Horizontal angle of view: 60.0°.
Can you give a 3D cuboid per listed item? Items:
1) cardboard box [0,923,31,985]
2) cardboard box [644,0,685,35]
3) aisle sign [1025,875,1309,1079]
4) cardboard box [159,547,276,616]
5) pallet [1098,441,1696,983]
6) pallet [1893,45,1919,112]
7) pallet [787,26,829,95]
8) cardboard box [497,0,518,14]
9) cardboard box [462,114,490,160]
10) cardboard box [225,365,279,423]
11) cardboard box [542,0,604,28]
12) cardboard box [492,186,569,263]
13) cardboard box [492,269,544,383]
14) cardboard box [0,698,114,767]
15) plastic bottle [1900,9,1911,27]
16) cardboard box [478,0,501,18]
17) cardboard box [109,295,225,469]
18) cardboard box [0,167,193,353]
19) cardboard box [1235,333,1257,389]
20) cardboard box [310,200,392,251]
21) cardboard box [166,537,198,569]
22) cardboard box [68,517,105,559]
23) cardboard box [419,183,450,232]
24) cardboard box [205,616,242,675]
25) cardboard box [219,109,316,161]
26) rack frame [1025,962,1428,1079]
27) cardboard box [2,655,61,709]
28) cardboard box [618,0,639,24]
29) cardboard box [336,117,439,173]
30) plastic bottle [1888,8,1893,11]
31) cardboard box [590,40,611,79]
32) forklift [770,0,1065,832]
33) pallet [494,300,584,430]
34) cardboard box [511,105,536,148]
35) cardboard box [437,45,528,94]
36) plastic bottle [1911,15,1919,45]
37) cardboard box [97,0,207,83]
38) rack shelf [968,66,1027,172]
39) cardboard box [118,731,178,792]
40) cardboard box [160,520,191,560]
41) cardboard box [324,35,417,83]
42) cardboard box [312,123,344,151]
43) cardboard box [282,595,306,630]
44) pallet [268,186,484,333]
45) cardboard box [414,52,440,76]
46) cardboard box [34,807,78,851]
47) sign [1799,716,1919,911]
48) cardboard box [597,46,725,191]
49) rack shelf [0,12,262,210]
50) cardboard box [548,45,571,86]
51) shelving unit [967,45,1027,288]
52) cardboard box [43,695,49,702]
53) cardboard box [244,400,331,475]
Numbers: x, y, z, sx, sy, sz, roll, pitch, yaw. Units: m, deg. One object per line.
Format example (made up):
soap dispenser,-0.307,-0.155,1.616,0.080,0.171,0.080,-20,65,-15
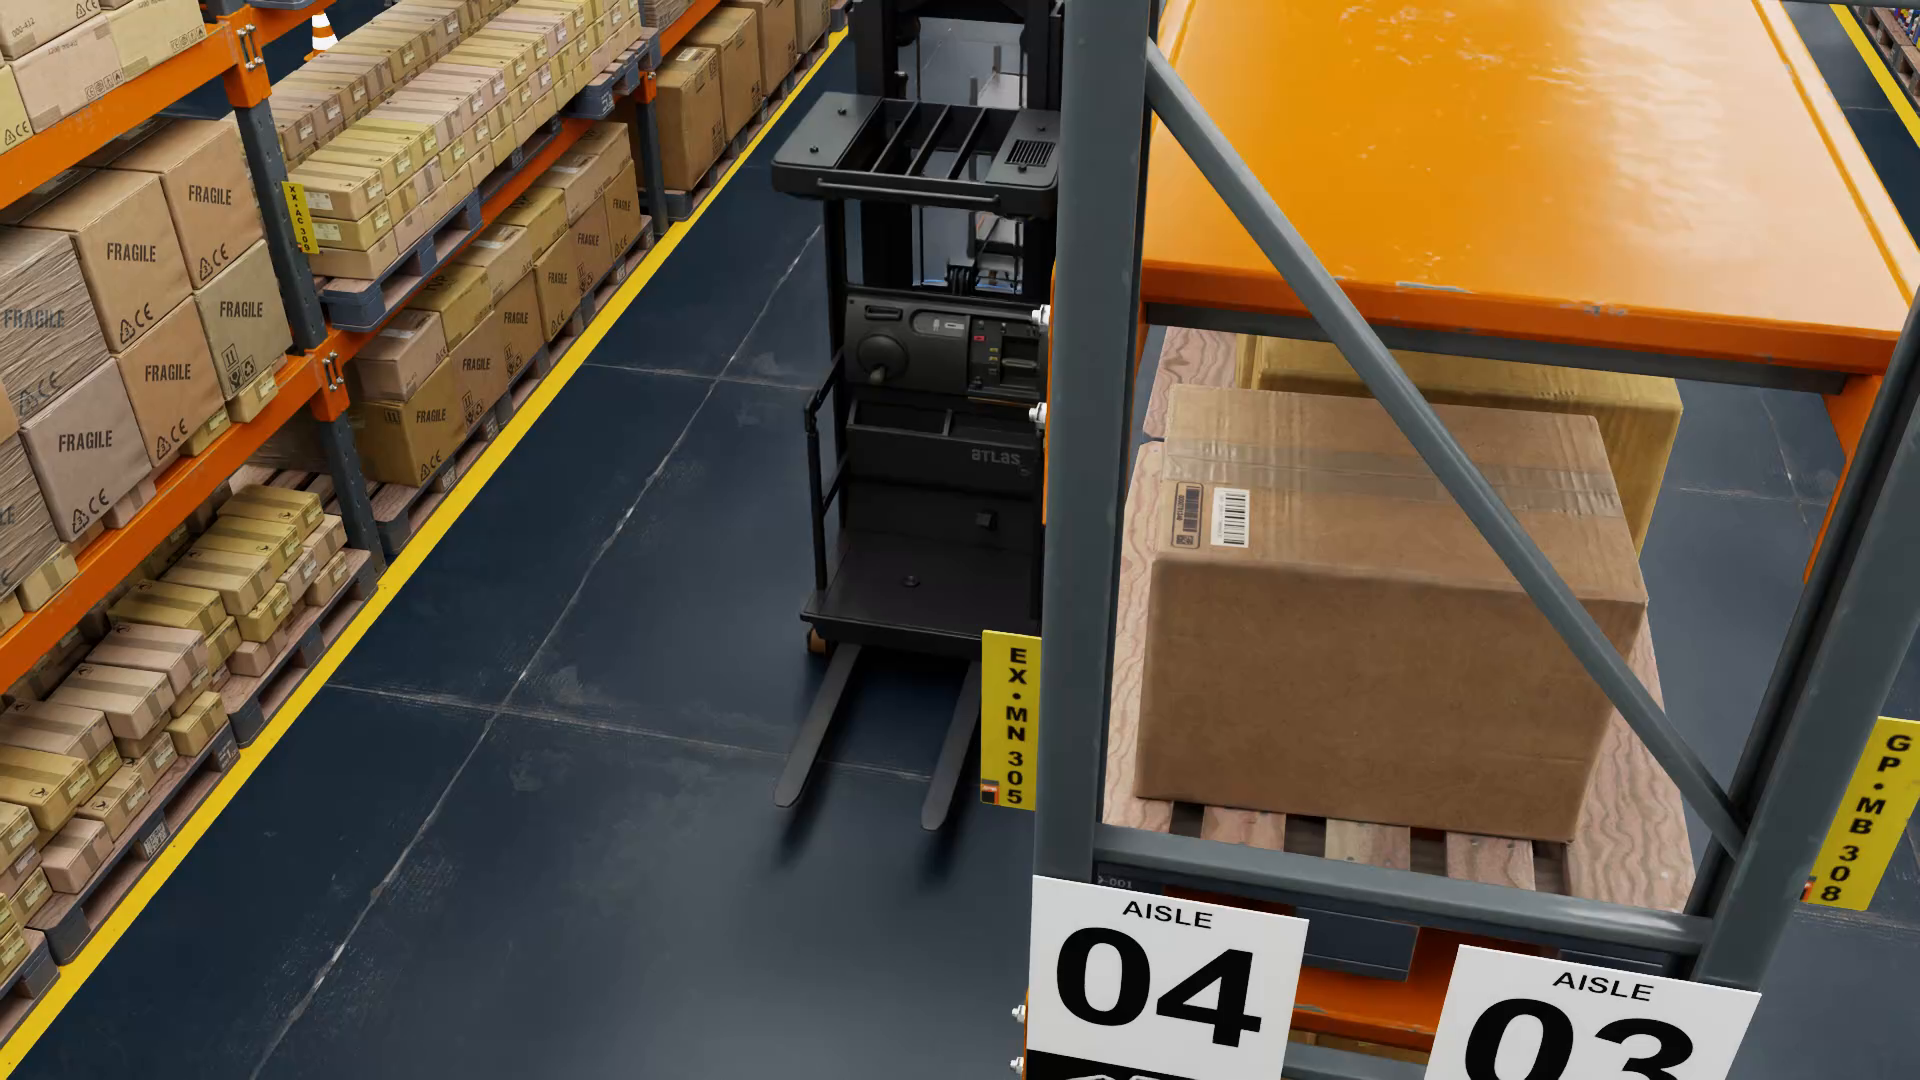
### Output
cardboard box,-3.609,1.487,5.984,0.380,0.149,0.250,8,37,11
cardboard box,-2.149,-3.651,10.917,0.500,0.500,0.500,8,37,10
aisle sign,0.298,0.830,2.604,0.394,0.787,0.004,7,37,10
cardboard box,-3.246,0.181,7.279,0.380,0.149,0.250,7,37,10
pallet,0.755,0.273,3.106,1.003,0.211,1.213,7,37,10
pallet,8.193,-3.631,13.350,1.003,0.211,1.213,7,37,10
pallet,-1.745,-4.100,13.997,1.003,0.211,1.213,7,37,10
cardboard box,-2.864,-3.168,9.938,0.380,0.149,0.250,9,37,12
cardboard box,-2.611,-2.052,8.398,0.380,0.149,0.250,9,37,12
cardboard box,-3.144,-0.638,7.058,0.380,0.149,0.250,6,36,9
cardboard box,-2.277,-3.064,9.541,0.380,0.149,0.250,8,37,11
cardboard box,-2.619,-1.844,9.641,0.500,0.250,0.500,8,37,11
cardboard box,-2.736,-1.248,9.458,0.500,0.500,0.500,8,37,11
cardboard box,-3.551,0.772,6.464,0.380,0.149,0.250,7,37,10
plastic bottle,8.077,-4.492,14.113,0.097,0.271,0.097,0,36,0
cardboard box,-2.908,-3.161,9.675,0.380,0.149,0.250,7,37,10
cardboard box,-3.302,-0.645,6.515,0.500,0.500,0.500,6,36,9
cardboard box,-3.304,-1.059,6.235,0.500,0.500,0.500,6,36,8
cardboard box,0.967,-0.502,3.572,0.700,0.500,0.500,5,36,7
cardboard box,-2.829,-1.451,7.569,0.380,0.149,0.250,8,37,11
cardboard box,-3.719,0.094,7.653,0.380,0.149,0.250,8,37,10
cardboard box,-3.474,-0.049,6.245,0.380,0.149,0.250,7,36,9
cardboard box,-2.719,-1.633,8.074,0.380,0.149,0.250,8,37,10
cardboard box,-3.354,0.434,7.183,0.380,0.149,0.250,8,37,10
cardboard box,-3.354,-1.960,8.018,0.380,0.149,0.250,6,36,8
rack frame,0.607,1.879,3.372,1.000,3.000,0.127,7,37,10
cardboard box,-3.906,0.577,6.732,0.380,0.149,0.250,6,36,8
cardboard box,-2.169,-3.236,10.031,0.380,0.149,0.250,8,37,11
cardboard box,-2.718,-1.879,7.906,0.380,0.149,0.250,8,37,10
plastic bottle,8.171,-4.746,14.463,0.097,0.271,0.097,0,36,0
cardboard box,-2.274,-2.826,9.719,0.380,0.149,0.250,8,37,11
forklift,-0.093,-0.768,7.083,1.130,2.935,3.031,7,37,10
pallet,-2.939,-1.113,9.876,1.003,0.211,1.213,7,37,10
cardboard box,-2.499,-2.224,8.889,0.380,0.149,0.250,6,36,8
cardboard box,-2.500,-2.468,8.718,0.380,0.149,0.250,8,37,11
plastic bottle,8.013,-4.249,13.772,0.152,0.276,0.135,8,37,11
cardboard box,-3.204,-1.933,6.202,0.500,0.250,0.500,8,37,11
rack shelf,0.304,-2.034,8.359,0.431,0.518,0.480,9,36,12
cardboard box,-3.456,0.892,6.805,0.380,0.149,0.250,8,37,11
cardboard box,-3.755,-0.029,7.568,0.380,0.149,0.250,9,37,12
cardboard box,-3.132,-2.560,8.845,0.380,0.149,0.250,7,36,9
cardboard box,-3.306,-1.986,8.307,0.380,0.149,0.250,6,36,8
cardboard box,-3.251,0.296,7.627,0.380,0.149,0.250,8,37,11
pallet,-3.057,-1.436,8.109,1.003,0.211,1.213,7,37,10
cardboard box,-3.081,-2.586,9.134,0.380,0.149,0.250,7,37,10
cardboard box,-3.633,1.035,6.354,0.380,0.149,0.250,9,37,12
sign,1.148,0.351,2.111,0.100,0.325,0.005,7,37,10
cardboard box,-2.290,-2.984,11.641,1.050,0.750,0.750,7,36,9
rack shelf,-3.790,-0.871,5.223,1.077,0.370,4.000,7,37,10
cardboard box,-2.387,-2.646,9.217,0.380,0.149,0.250,7,37,10
shelving unit,0.301,-1.471,8.752,0.431,2.100,0.503,9,36,12
cardboard box,-3.994,0.684,6.839,0.380,0.149,0.250,7,37,10
cardboard box,-3.451,-0.708,8.713,0.500,0.500,0.500,7,36,9
